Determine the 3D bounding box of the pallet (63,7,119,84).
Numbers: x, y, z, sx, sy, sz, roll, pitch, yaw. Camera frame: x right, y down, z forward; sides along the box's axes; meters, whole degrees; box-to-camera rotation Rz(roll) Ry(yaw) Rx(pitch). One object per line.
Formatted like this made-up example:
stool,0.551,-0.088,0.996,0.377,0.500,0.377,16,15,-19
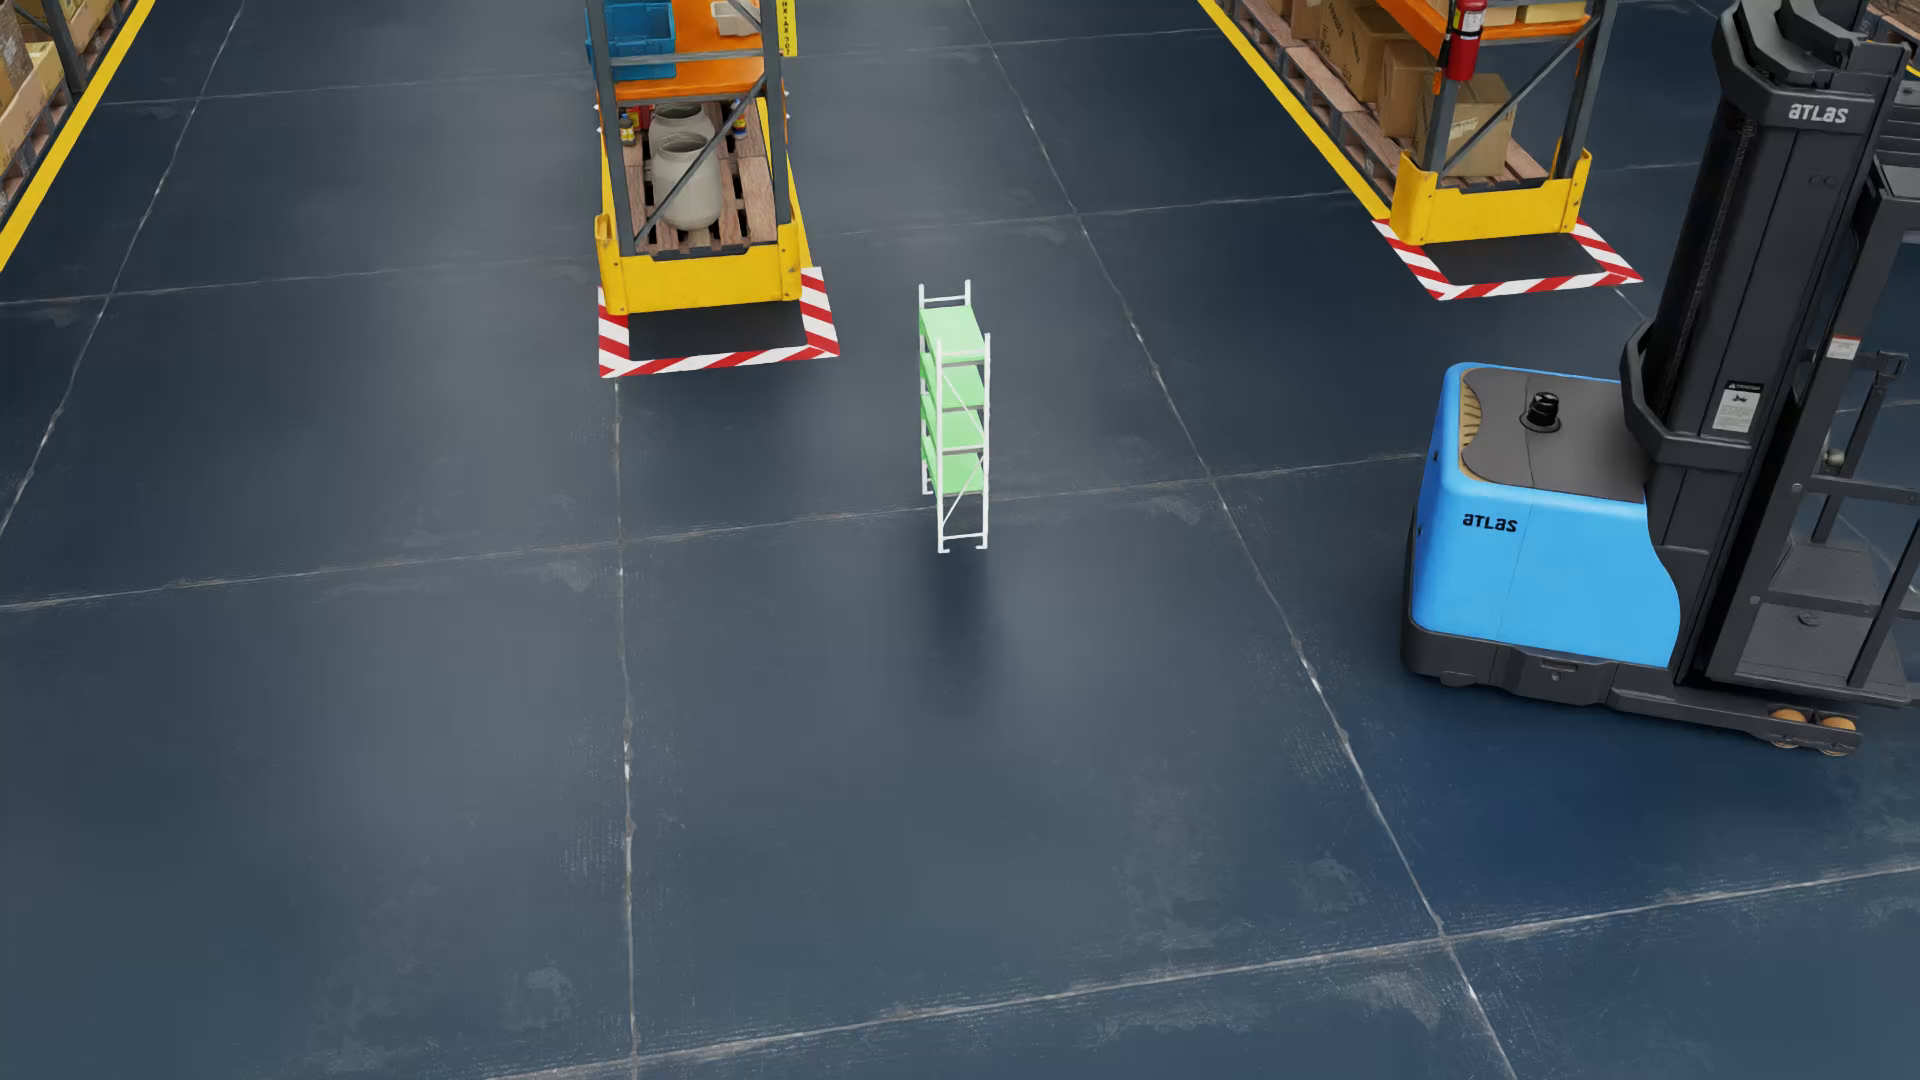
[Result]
pallet,-7.236,-3.860,12.946,1.003,0.211,1.213,-6,38,-8

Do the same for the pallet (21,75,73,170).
pallet,-6.970,-2.934,11.755,1.003,0.211,1.213,-6,38,-8

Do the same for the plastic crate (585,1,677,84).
plastic crate,-1.872,-2.846,9.490,0.499,0.251,0.616,-6,38,-8

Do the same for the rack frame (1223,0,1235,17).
rack frame,2.685,-5.583,12.892,1.000,3.000,0.127,-6,38,-8

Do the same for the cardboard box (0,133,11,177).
cardboard box,-6.503,-2.438,10.742,0.500,0.250,0.500,-6,38,-8

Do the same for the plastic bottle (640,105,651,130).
plastic bottle,-2.156,-2.965,11.377,0.061,0.283,0.133,-6,38,-8

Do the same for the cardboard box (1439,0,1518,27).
cardboard box,3.134,-3.218,10.052,0.380,0.149,0.250,-6,38,-8

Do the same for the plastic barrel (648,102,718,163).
plastic barrel,-1.768,-2.510,10.621,0.421,0.512,0.421,0,38,0

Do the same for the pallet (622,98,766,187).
pallet,-1.897,-2.801,11.583,1.003,0.211,1.213,-6,38,-8

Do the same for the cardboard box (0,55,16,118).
cardboard box,-6.604,-3.035,10.899,0.500,0.500,0.500,-6,38,-8

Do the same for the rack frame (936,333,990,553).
rack frame,0.014,-0.426,7.721,0.240,1.200,0.015,-6,38,-8

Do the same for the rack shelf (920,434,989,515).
rack shelf,-0.029,-0.334,8.097,0.258,0.148,0.480,-6,38,-8

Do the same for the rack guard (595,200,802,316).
rack guard,-1.549,-1.688,9.916,1.175,0.500,0.348,-6,38,-8

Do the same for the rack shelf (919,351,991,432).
rack shelf,-0.029,-0.713,7.802,0.258,0.148,0.480,-6,38,-8

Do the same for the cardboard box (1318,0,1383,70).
cardboard box,3.010,-3.804,12.297,0.500,0.500,0.500,-9,39,-12

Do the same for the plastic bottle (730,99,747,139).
plastic bottle,-1.501,-2.860,11.251,0.097,0.271,0.097,0,38,0

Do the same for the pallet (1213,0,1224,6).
pallet,2.547,-4.952,14.352,1.003,0.211,1.213,-6,38,-8

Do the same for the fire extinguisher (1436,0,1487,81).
fire extinguisher,2.953,-3.018,9.653,0.296,0.674,0.183,-6,38,-8

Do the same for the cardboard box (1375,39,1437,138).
cardboard box,3.155,-3.082,11.368,0.500,0.500,0.500,3,38,4

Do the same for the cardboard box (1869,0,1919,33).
cardboard box,7.789,-4.451,12.824,0.875,0.875,0.875,-6,38,-8

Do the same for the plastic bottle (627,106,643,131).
plastic bottle,-2.260,-2.950,11.364,0.152,0.276,0.135,-6,38,-8

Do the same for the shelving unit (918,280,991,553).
shelving unit,-0.029,-0.574,7.911,0.258,1.200,0.503,-6,38,-8

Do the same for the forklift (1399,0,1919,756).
forklift,3.520,-0.612,6.549,3.031,2.935,1.130,9,39,11

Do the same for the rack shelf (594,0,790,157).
rack shelf,-1.840,-3.559,10.872,1.077,0.370,4.000,-6,38,-8

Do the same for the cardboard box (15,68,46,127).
cardboard box,-6.694,-3.040,11.518,0.500,0.250,0.500,-6,38,-8

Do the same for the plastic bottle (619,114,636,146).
plastic bottle,-2.243,-2.765,11.187,0.097,0.201,0.097,0,38,0

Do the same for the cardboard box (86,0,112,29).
cardboard box,-6.983,-4.179,12.983,0.500,0.250,0.500,-5,38,-7

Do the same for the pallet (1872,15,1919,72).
pallet,7.860,-3.748,12.803,1.003,0.211,1.213,-6,38,-8

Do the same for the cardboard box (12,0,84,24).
cardboard box,-6.895,-4.098,12.422,0.500,0.311,0.500,-6,38,-8

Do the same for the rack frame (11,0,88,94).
rack frame,-7.068,-4.520,11.523,1.000,3.000,0.127,-6,38,-8

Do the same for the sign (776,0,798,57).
sign,-0.947,-2.800,9.084,0.100,0.325,0.005,-6,38,-8

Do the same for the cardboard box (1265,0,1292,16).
cardboard box,2.716,-4.516,13.213,0.500,0.500,0.500,-7,38,-9

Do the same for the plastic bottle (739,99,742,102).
plastic bottle,-1.522,-3.003,11.426,0.061,0.283,0.133,-6,38,-7

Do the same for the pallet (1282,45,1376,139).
pallet,3.055,-3.342,12.279,1.003,0.211,1.213,-6,38,-8
